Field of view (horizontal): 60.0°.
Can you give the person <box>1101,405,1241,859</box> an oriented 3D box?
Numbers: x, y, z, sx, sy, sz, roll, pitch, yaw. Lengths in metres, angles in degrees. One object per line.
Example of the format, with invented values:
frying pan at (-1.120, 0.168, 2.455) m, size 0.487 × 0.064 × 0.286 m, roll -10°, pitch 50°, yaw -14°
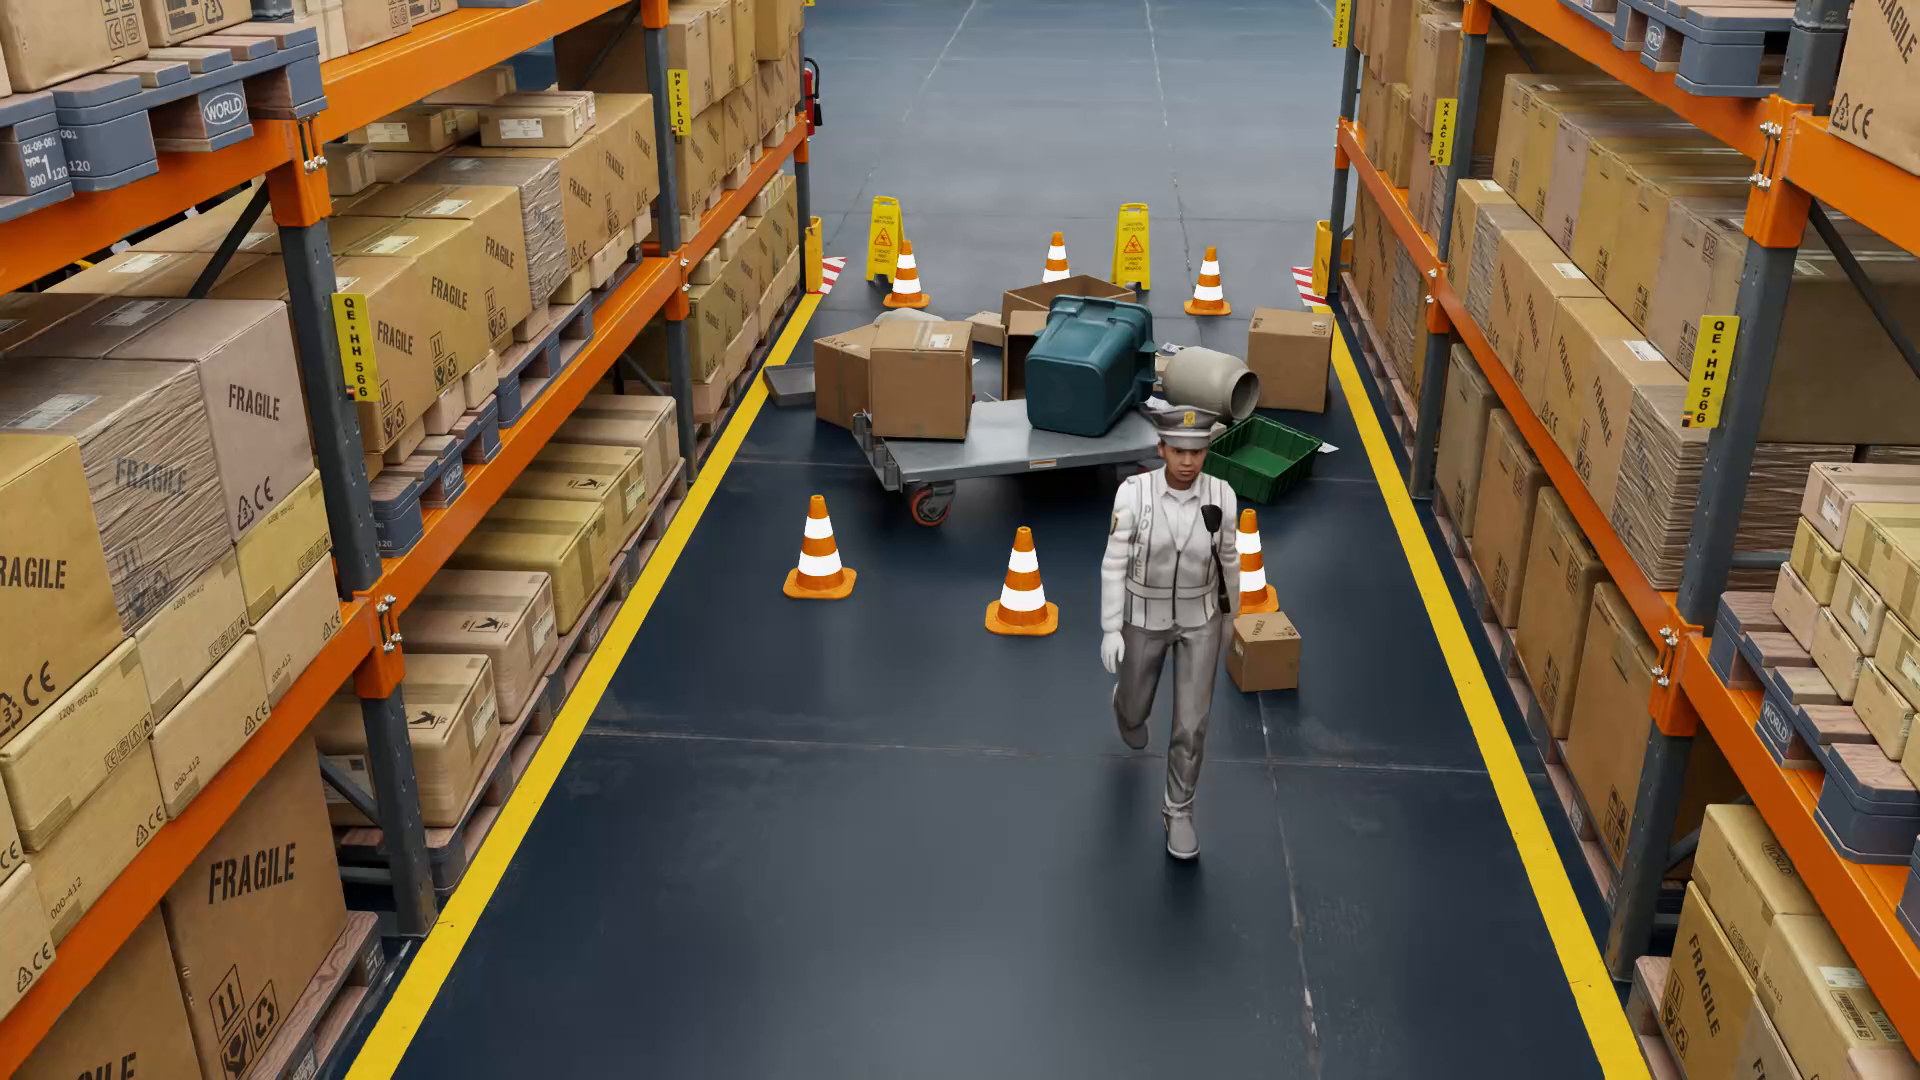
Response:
person at (0.757, 0.252, 6.008) m, size 0.509 × 1.653 × 0.781 m, roll 2°, pitch 25°, yaw 3°
